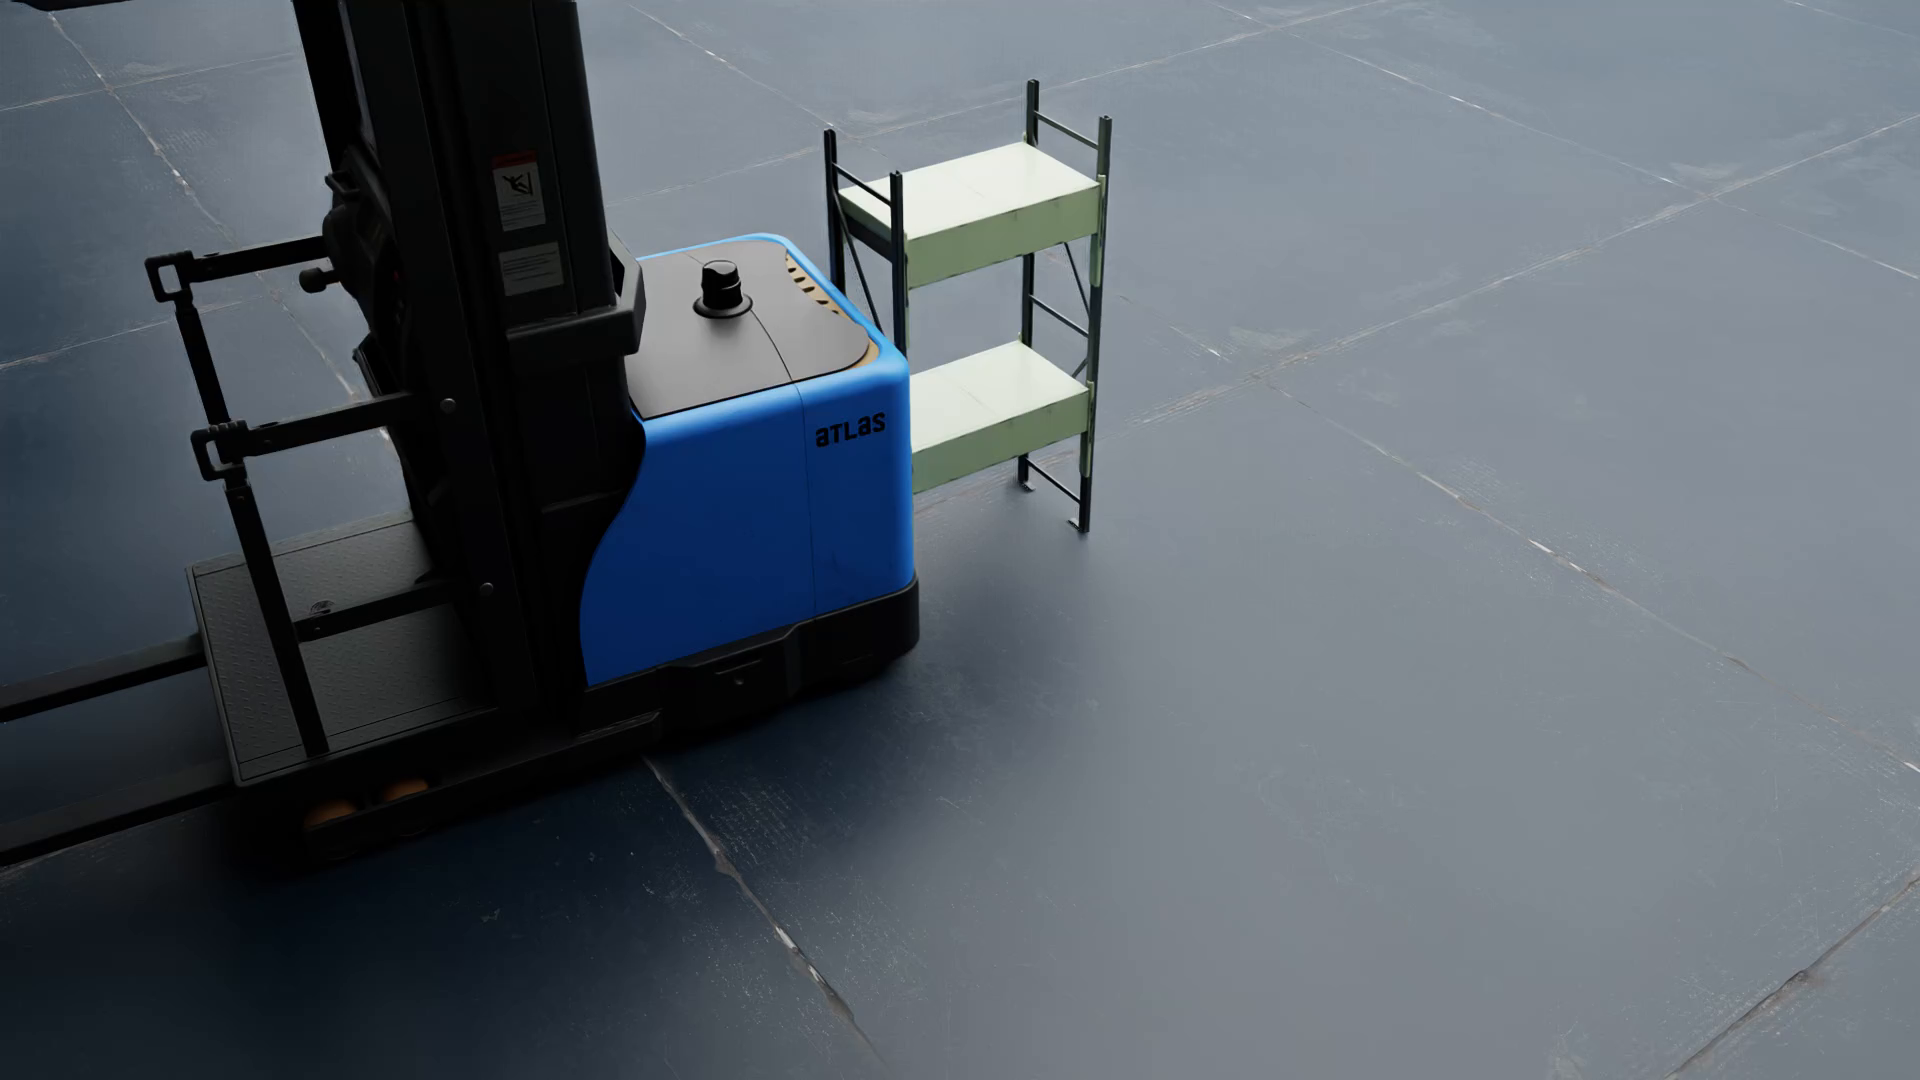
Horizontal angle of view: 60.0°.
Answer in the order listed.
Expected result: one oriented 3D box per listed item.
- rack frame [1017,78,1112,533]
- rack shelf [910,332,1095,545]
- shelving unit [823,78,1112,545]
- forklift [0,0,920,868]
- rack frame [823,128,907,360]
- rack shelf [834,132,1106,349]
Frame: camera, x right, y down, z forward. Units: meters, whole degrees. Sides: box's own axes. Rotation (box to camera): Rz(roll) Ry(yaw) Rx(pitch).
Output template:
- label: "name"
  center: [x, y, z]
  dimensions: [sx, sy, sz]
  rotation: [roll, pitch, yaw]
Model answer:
- label: "rack frame"
  center: [0.330, -0.732, 5.483]
  dimensions: [0.023, 1.500, 0.400]
  rotation: [-21, 41, -27]
- label: "rack shelf"
  center: [0.026, -0.348, 5.508]
  dimensions: [0.720, 0.370, 0.431]
  rotation: [-21, 41, -27]
- label: "shelving unit"
  center: [0.026, -0.613, 5.317]
  dimensions: [0.755, 1.500, 0.431]
  rotation: [-21, 41, -27]
- label: "forklift"
  center: [-1.676, -0.671, 4.173]
  dimensions: [3.031, 2.935, 1.130]
  rotation: [-17, 39, -22]
- label: "rack frame"
  center: [-0.278, -0.494, 5.152]
  dimensions: [0.023, 1.500, 0.400]
  rotation: [-21, 41, -27]
- label: "rack shelf"
  center: [0.026, -0.930, 5.090]
  dimensions: [0.720, 0.370, 0.431]
  rotation: [-21, 41, -27]
